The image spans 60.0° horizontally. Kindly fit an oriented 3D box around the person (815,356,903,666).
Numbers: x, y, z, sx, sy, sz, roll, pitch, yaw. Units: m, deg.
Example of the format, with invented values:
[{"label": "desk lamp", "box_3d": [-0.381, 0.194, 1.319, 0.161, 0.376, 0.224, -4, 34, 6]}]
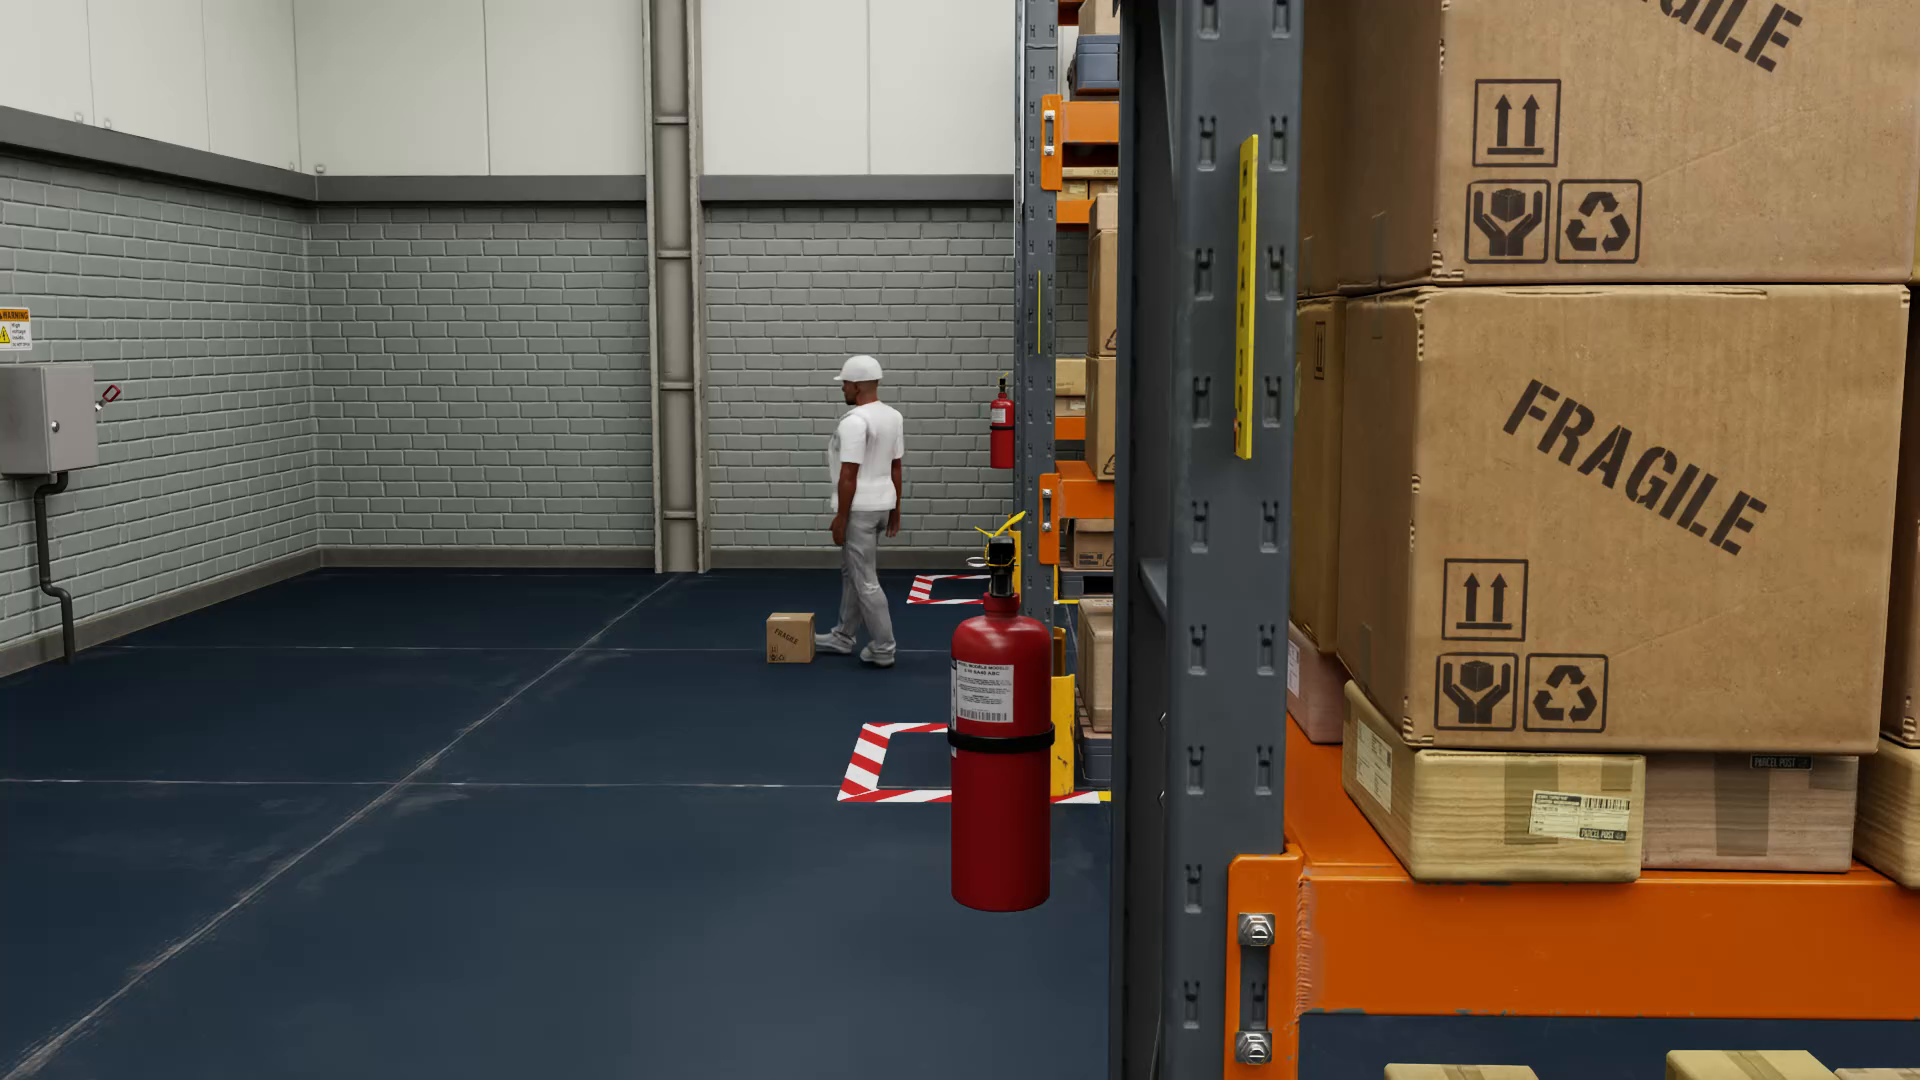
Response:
[{"label": "person", "box_3d": [-0.644, -0.179, 9.587, 0.716, 1.761, 0.587, 4, 8, 27]}]
